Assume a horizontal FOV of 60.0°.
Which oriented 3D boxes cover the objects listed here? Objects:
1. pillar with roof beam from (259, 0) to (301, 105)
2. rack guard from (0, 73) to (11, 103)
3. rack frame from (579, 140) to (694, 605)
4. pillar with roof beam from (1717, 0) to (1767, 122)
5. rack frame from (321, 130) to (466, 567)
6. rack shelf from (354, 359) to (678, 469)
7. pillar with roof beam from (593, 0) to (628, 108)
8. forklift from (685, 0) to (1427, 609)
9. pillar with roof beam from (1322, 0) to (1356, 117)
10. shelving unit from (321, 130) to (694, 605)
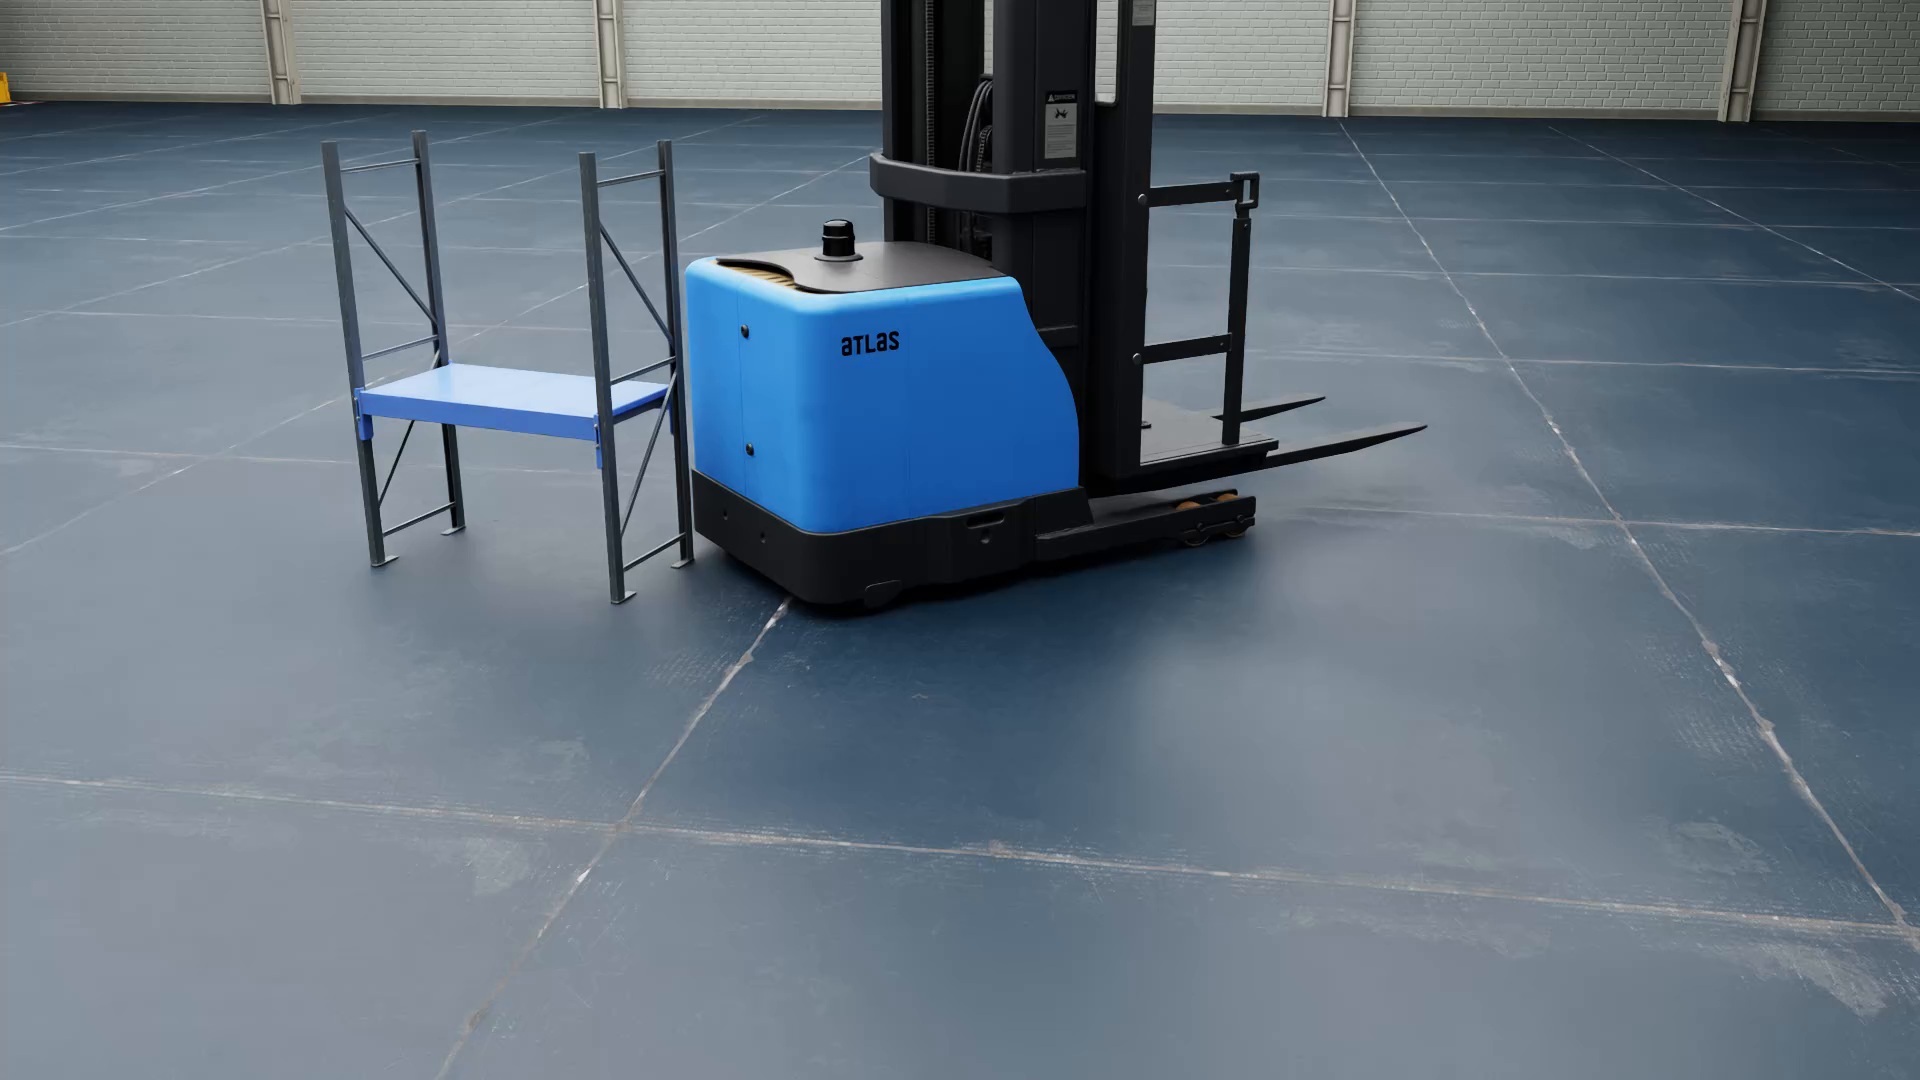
[{"bbox_3d":[-12.487,-10.576,23.729,0.400,9.000,9.100,3,19,9],"label":"pillar with roof beam"},{"bbox_3d":[-17.160,-7.877,29.058,0.348,0.500,1.175,3,19,9],"label":"rack guard"},{"bbox_3d":[-1.081,-0.567,5.633,0.032,1.500,0.500,7,20,21],"label":"rack frame"},{"bbox_3d":[11.209,-9.368,20.119,0.400,9.000,9.100,3,19,9],"label":"pillar with roof beam"},{"bbox_3d":[-2.024,-0.687,5.994,0.032,1.500,0.500,7,20,21],"label":"rack frame"},{"bbox_3d":[-1.552,-0.456,5.870,1.000,0.185,0.538,7,20,21],"label":"rack shelf"},{"bbox_3d":[-6.563,-10.274,22.826,0.400,9.000,9.100,3,19,9],"label":"pillar with roof beam"},{"bbox_3d":[0.528,-1.496,6.155,3.031,2.935,1.130,-11,22,-31],"label":"forklift"},{"bbox_3d":[5.285,-9.670,21.021,0.400,9.000,9.100,3,19,9],"label":"pillar with roof beam"},{"bbox_3d":[-1.552,-0.627,5.813,1.048,1.500,0.538,7,20,21],"label":"shelving unit"}]
